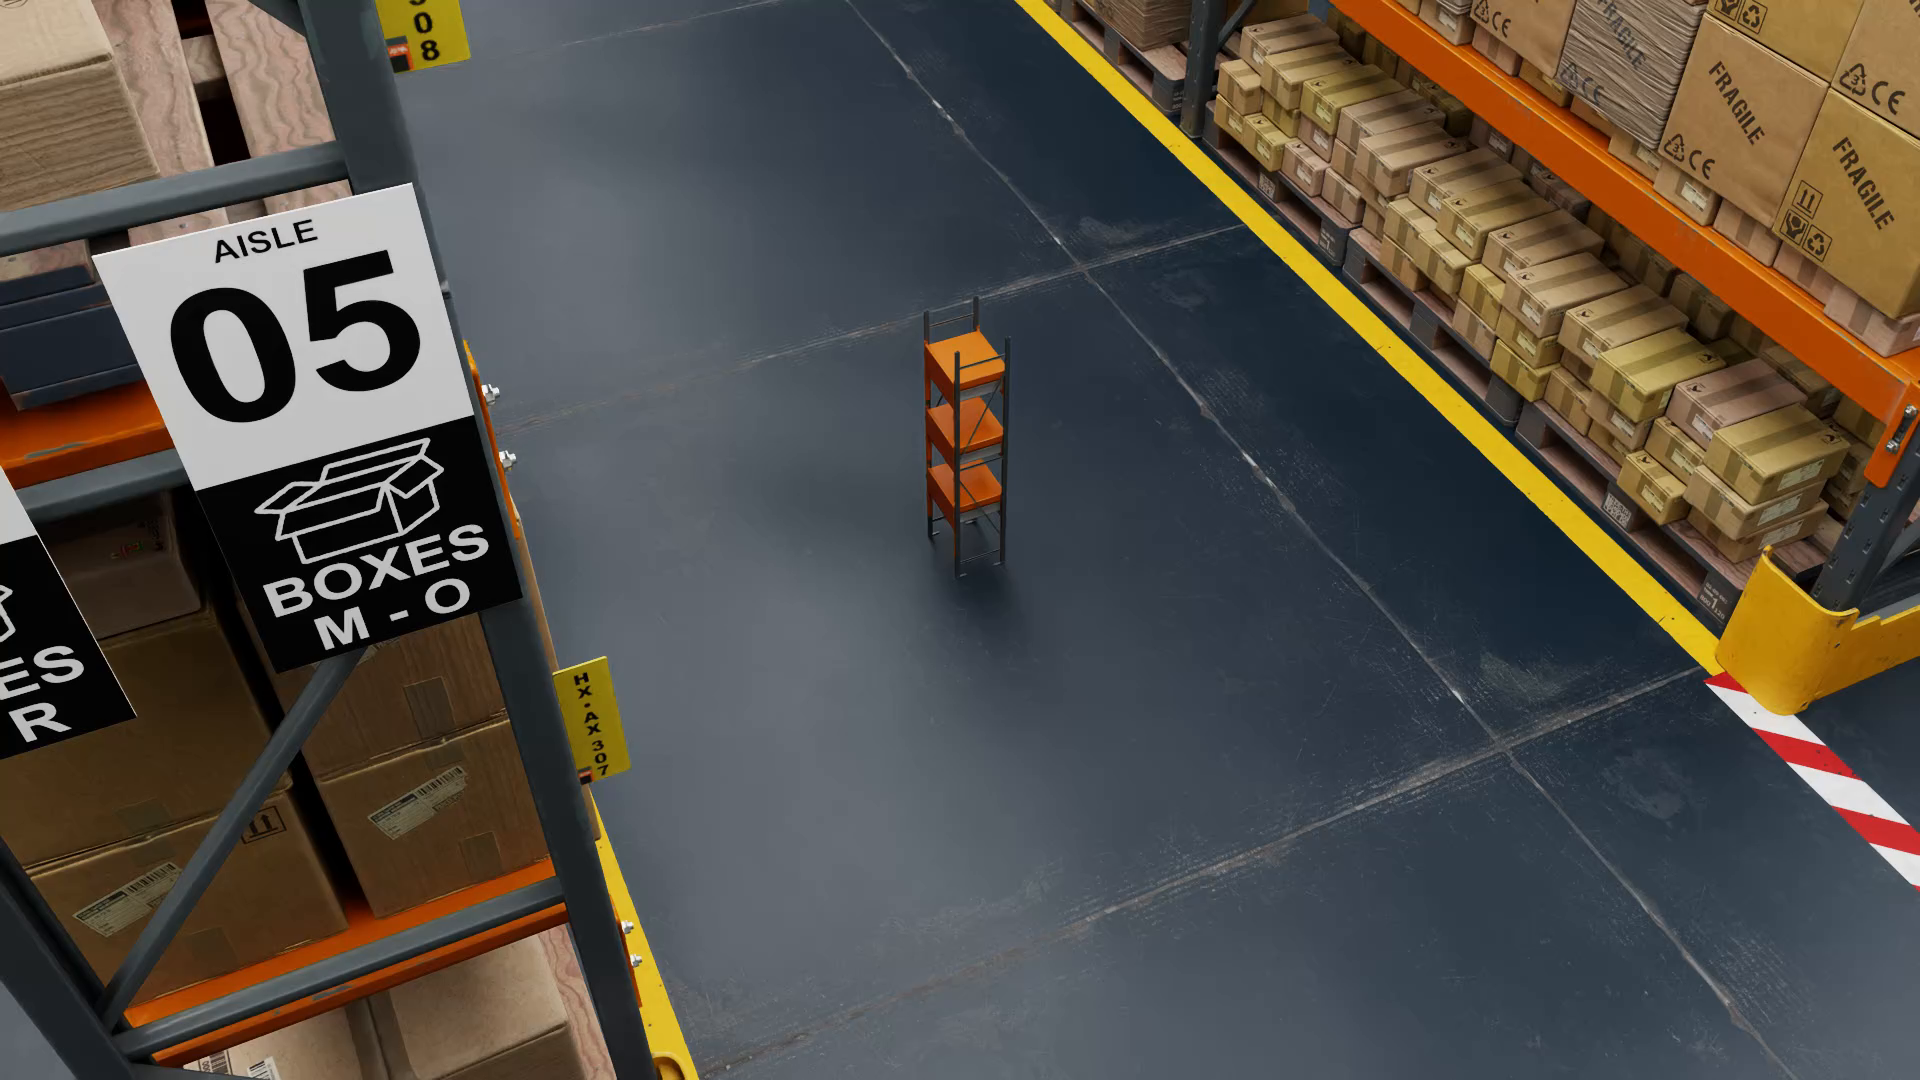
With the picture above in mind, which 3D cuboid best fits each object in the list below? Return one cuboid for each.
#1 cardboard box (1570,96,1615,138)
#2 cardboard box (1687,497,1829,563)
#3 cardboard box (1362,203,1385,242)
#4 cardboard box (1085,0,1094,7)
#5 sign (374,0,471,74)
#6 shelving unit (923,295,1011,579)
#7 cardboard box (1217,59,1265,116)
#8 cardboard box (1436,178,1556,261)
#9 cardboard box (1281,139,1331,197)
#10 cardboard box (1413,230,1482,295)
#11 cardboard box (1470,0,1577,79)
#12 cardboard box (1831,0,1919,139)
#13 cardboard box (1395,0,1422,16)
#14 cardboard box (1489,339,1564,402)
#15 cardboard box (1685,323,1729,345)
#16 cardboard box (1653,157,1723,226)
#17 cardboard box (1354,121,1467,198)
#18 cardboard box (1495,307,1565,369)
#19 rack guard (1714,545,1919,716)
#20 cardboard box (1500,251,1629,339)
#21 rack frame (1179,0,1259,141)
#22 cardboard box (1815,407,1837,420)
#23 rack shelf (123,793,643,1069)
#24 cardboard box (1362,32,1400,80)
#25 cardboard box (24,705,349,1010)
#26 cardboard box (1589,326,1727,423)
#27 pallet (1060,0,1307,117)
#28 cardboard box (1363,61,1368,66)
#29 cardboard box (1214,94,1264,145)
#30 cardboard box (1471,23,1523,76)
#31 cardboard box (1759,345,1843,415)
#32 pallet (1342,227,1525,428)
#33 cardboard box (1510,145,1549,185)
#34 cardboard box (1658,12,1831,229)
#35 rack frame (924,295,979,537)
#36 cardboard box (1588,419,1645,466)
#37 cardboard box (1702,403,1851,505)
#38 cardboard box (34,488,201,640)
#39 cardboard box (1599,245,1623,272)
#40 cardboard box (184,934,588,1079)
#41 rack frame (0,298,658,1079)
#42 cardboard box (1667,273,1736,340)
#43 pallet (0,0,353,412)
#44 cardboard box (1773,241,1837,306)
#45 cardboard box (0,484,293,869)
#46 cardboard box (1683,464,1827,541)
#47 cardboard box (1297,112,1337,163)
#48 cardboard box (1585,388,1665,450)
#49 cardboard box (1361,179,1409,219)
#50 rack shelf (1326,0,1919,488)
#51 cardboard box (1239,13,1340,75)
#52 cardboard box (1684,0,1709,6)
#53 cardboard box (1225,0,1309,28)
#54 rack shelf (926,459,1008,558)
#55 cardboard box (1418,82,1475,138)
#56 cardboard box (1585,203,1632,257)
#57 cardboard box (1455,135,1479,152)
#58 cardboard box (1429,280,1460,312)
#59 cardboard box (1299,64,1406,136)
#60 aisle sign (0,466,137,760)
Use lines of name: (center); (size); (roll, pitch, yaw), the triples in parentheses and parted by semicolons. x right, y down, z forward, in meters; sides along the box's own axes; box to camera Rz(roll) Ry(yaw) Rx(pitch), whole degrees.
cardboard box: (2.404, -1.571, 5.885); (0.380, 0.149, 0.250); (-20, 48, -19)
cardboard box: (2.849, -0.098, 5.944); (0.380, 0.149, 0.250); (-17, 47, -17)
cardboard box: (2.000, -1.425, 7.290); (0.380, 0.149, 0.250); (-20, 48, -19)
cardboard box: (0.823, -3.222, 8.861); (0.500, 0.500, 0.500); (-19, 48, -18)
sign: (-0.683, -0.730, 2.040); (0.100, 0.325, 0.005); (-18, 47, -17)
shelving unit: (0.022, -0.340, 5.847); (0.215, 1.050, 0.252); (-18, 47, -17)
cardboard box: (1.440, -2.153, 7.816); (0.380, 0.149, 0.250); (-16, 47, -16)
cardboard box: (2.169, -1.301, 6.740); (0.380, 0.149, 0.250); (-18, 47, -17)
cardboard box: (1.703, -1.733, 7.602); (0.380, 0.149, 0.250); (-18, 47, -18)
cardboard box: (2.097, -1.175, 6.824); (0.380, 0.149, 0.250); (-18, 47, -17)
cardboard box: (2.203, -2.012, 5.870); (0.500, 0.500, 0.500); (-16, 47, -15)
cardboard box: (2.842, -1.405, 4.543); (0.500, 0.500, 0.500); (-19, 48, -18)
cardboard box: (1.891, -2.220, 6.543); (0.380, 0.149, 0.250); (-17, 47, -17)
cardboard box: (2.336, -0.723, 6.578); (0.380, 0.149, 0.250); (-20, 48, -19)
cardboard box: (3.016, -0.856, 6.501); (0.380, 0.149, 0.250); (-17, 47, -16)
cardboard box: (2.548, -1.205, 5.514); (0.380, 0.149, 0.250); (-17, 47, -16)
cardboard box: (1.911, -1.619, 7.062); (0.380, 0.149, 0.250); (-17, 47, -17)
cardboard box: (2.329, -0.839, 6.483); (0.380, 0.149, 0.250); (-17, 47, -17)
rack guard: (3.228, 0.152, 5.740); (1.175, 0.500, 0.348); (-18, 47, -17)
cardboard box: (2.315, -0.941, 6.376); (0.380, 0.149, 0.250); (-16, 47, -16)
rack frame: (1.578, -3.238, 7.396); (1.000, 3.000, 0.127); (-18, 47, -17)
cardboard box: (3.208, -0.531, 6.171); (0.380, 0.149, 0.250); (-18, 47, -18)
rack shelf: (-2.030, -0.181, 4.810); (1.077, 0.370, 4.000); (-18, 47, -17)
cardboard box: (2.107, -2.284, 7.736); (0.380, 0.149, 0.250); (-17, 47, -17)
cardboard box: (-1.632, 0.572, 3.463); (0.500, 0.500, 0.500); (-18, 47, -17)
cardboard box: (2.529, -0.603, 6.032); (0.380, 0.149, 0.250); (-19, 48, -18)
pallet: (1.249, -2.741, 8.878); (1.003, 0.211, 1.213); (-18, 47, -17)
cardboard box: (2.124, -2.203, 7.866); (0.380, 0.149, 0.250); (-20, 48, -19)
cardboard box: (1.439, -2.046, 7.919); (0.380, 0.149, 0.250); (-20, 48, -19)
cardboard box: (2.153, -1.890, 6.208); (0.380, 0.149, 0.250); (-16, 47, -16)
cardboard box: (3.123, -0.610, 6.040); (0.380, 0.149, 0.250); (-17, 47, -17)
pallet: (2.409, -1.050, 7.163); (1.003, 0.211, 1.213); (-18, 47, -17)
cardboard box: (2.579, -1.625, 7.069); (0.380, 0.149, 0.250); (-20, 48, -19)
cardboard box: (2.625, -1.371, 5.221); (0.500, 0.500, 0.500); (-19, 48, -18)
rack frame: (-0.029, -0.417, 5.925); (0.200, 1.050, 0.008); (-18, 47, -17)
cardboard box: (2.616, -0.426, 6.276); (0.380, 0.149, 0.250); (-18, 47, -18)
cardboard box: (2.807, -0.298, 5.724); (0.380, 0.149, 0.250); (-18, 47, -17)
cardboard box: (-1.522, 0.045, 2.824); (0.380, 0.149, 0.250); (-17, 47, -17)
cardboard box: (2.666, -1.158, 6.807); (0.380, 0.149, 0.250); (-16, 47, -15)
cardboard box: (-1.557, 1.208, 4.415); (0.875, 0.438, 0.875); (-20, 48, -19)
rack frame: (-1.189, 0.837, 3.266); (1.000, 3.000, 0.127); (-18, 47, -17)
cardboard box: (2.953, -0.942, 6.376); (0.380, 0.149, 0.250); (-20, 48, -19)
pallet: (-1.511, -0.669, 2.720); (1.003, 0.211, 1.213); (-18, 47, -17)
cardboard box: (2.796, -0.894, 5.199); (0.380, 0.149, 0.250); (-18, 47, -17)
cardboard box: (-1.608, 0.209, 3.120); (0.500, 0.500, 0.500); (-17, 47, -16)
cardboard box: (2.779, -0.182, 5.818); (0.380, 0.149, 0.250); (-19, 48, -18)
cardboard box: (1.763, -1.874, 7.533); (0.380, 0.149, 0.250); (-18, 47, -18)
cardboard box: (2.559, -0.513, 6.153); (0.380, 0.149, 0.250); (-20, 48, -19)
cardboard box: (1.968, -1.519, 7.173); (0.380, 0.149, 0.250); (-16, 47, -16)
rack shelf: (2.419, -1.708, 6.357); (1.077, 0.370, 4.000); (-18, 47, -17)
cardboard box: (1.535, -2.304, 7.757); (0.380, 0.149, 0.250); (-16, 47, -16)
cardboard box: (2.402, -2.056, 5.204); (0.500, 0.500, 0.500); (-16, 47, -15)
cardboard box: (1.508, -3.047, 8.683); (0.500, 0.500, 0.500); (-16, 47, -16)
rack shelf: (0.022, -0.134, 6.049); (0.215, 0.259, 0.240); (-18, 47, -17)
cardboard box: (2.256, -1.939, 7.387); (0.380, 0.149, 0.250); (-17, 47, -16)
cardboard box: (2.776, -1.303, 6.742); (0.380, 0.149, 0.250); (-17, 47, -17)
cardboard box: (2.394, -1.692, 7.348); (0.380, 0.149, 0.250); (-17, 47, -16)
cardboard box: (2.201, -1.086, 6.946); (0.380, 0.149, 0.250); (-17, 47, -16)
cardboard box: (1.748, -1.964, 7.412); (0.380, 0.149, 0.250); (-19, 48, -18)
aisle sign: (-1.440, 0.049, 2.214); (0.394, 0.787, 0.004); (-18, 47, -17)
